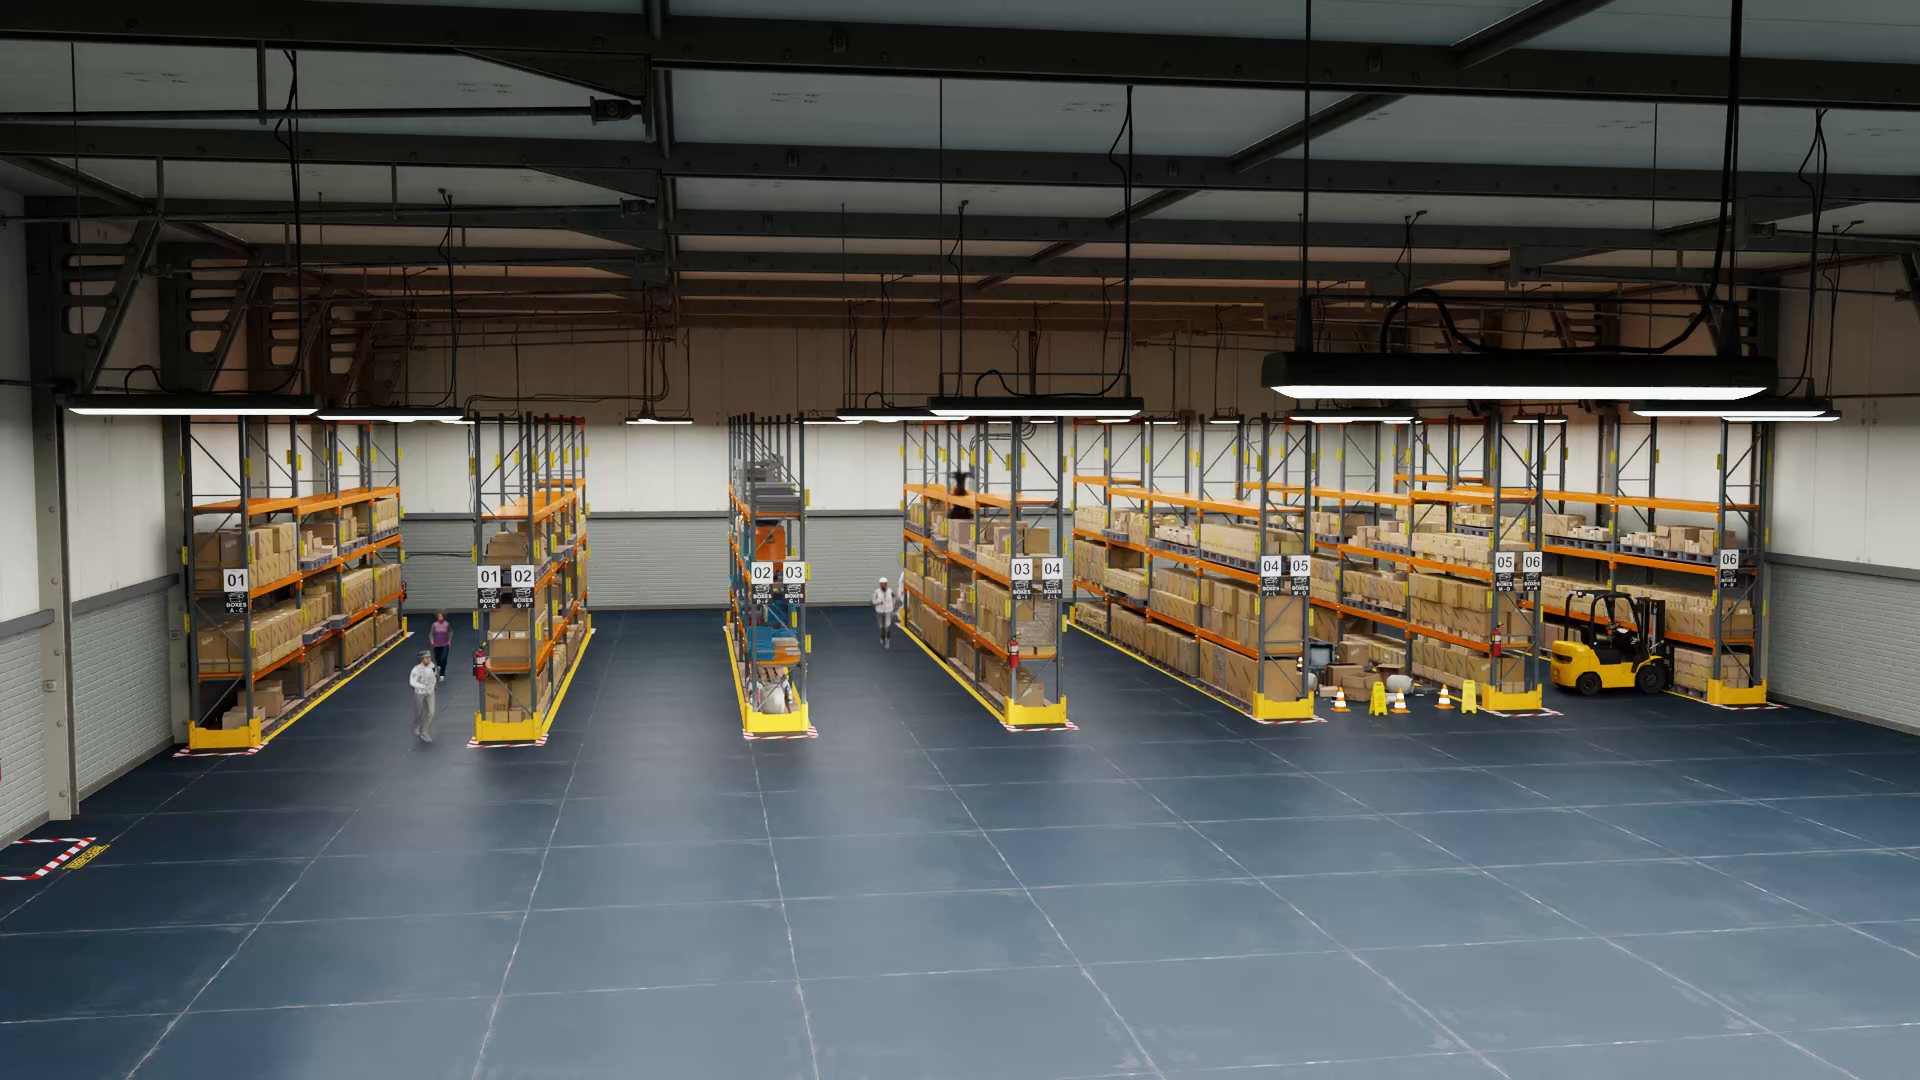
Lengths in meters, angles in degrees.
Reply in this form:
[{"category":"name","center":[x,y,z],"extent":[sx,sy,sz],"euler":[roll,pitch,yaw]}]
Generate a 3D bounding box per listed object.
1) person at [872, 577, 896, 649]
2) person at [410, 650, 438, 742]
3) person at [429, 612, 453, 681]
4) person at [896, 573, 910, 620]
[{"category":"person","center":[-1.938,1.856,42.392],"extent":[0.603,1.825,0.835],"euler":[0,4,-1]},{"category":"person","center":[-9.863,2.834,30.521],"extent":[0.583,1.689,0.757],"euler":[-3,5,-36]},{"category":"person","center":[-11.760,2.395,37.708],"extent":[0.516,1.559,0.663],"euler":[-1,4,-14]},{"category":"person","center":[-1.520,1.640,49.135],"extent":[0.696,1.509,0.704],"euler":[1,4,19]}]
